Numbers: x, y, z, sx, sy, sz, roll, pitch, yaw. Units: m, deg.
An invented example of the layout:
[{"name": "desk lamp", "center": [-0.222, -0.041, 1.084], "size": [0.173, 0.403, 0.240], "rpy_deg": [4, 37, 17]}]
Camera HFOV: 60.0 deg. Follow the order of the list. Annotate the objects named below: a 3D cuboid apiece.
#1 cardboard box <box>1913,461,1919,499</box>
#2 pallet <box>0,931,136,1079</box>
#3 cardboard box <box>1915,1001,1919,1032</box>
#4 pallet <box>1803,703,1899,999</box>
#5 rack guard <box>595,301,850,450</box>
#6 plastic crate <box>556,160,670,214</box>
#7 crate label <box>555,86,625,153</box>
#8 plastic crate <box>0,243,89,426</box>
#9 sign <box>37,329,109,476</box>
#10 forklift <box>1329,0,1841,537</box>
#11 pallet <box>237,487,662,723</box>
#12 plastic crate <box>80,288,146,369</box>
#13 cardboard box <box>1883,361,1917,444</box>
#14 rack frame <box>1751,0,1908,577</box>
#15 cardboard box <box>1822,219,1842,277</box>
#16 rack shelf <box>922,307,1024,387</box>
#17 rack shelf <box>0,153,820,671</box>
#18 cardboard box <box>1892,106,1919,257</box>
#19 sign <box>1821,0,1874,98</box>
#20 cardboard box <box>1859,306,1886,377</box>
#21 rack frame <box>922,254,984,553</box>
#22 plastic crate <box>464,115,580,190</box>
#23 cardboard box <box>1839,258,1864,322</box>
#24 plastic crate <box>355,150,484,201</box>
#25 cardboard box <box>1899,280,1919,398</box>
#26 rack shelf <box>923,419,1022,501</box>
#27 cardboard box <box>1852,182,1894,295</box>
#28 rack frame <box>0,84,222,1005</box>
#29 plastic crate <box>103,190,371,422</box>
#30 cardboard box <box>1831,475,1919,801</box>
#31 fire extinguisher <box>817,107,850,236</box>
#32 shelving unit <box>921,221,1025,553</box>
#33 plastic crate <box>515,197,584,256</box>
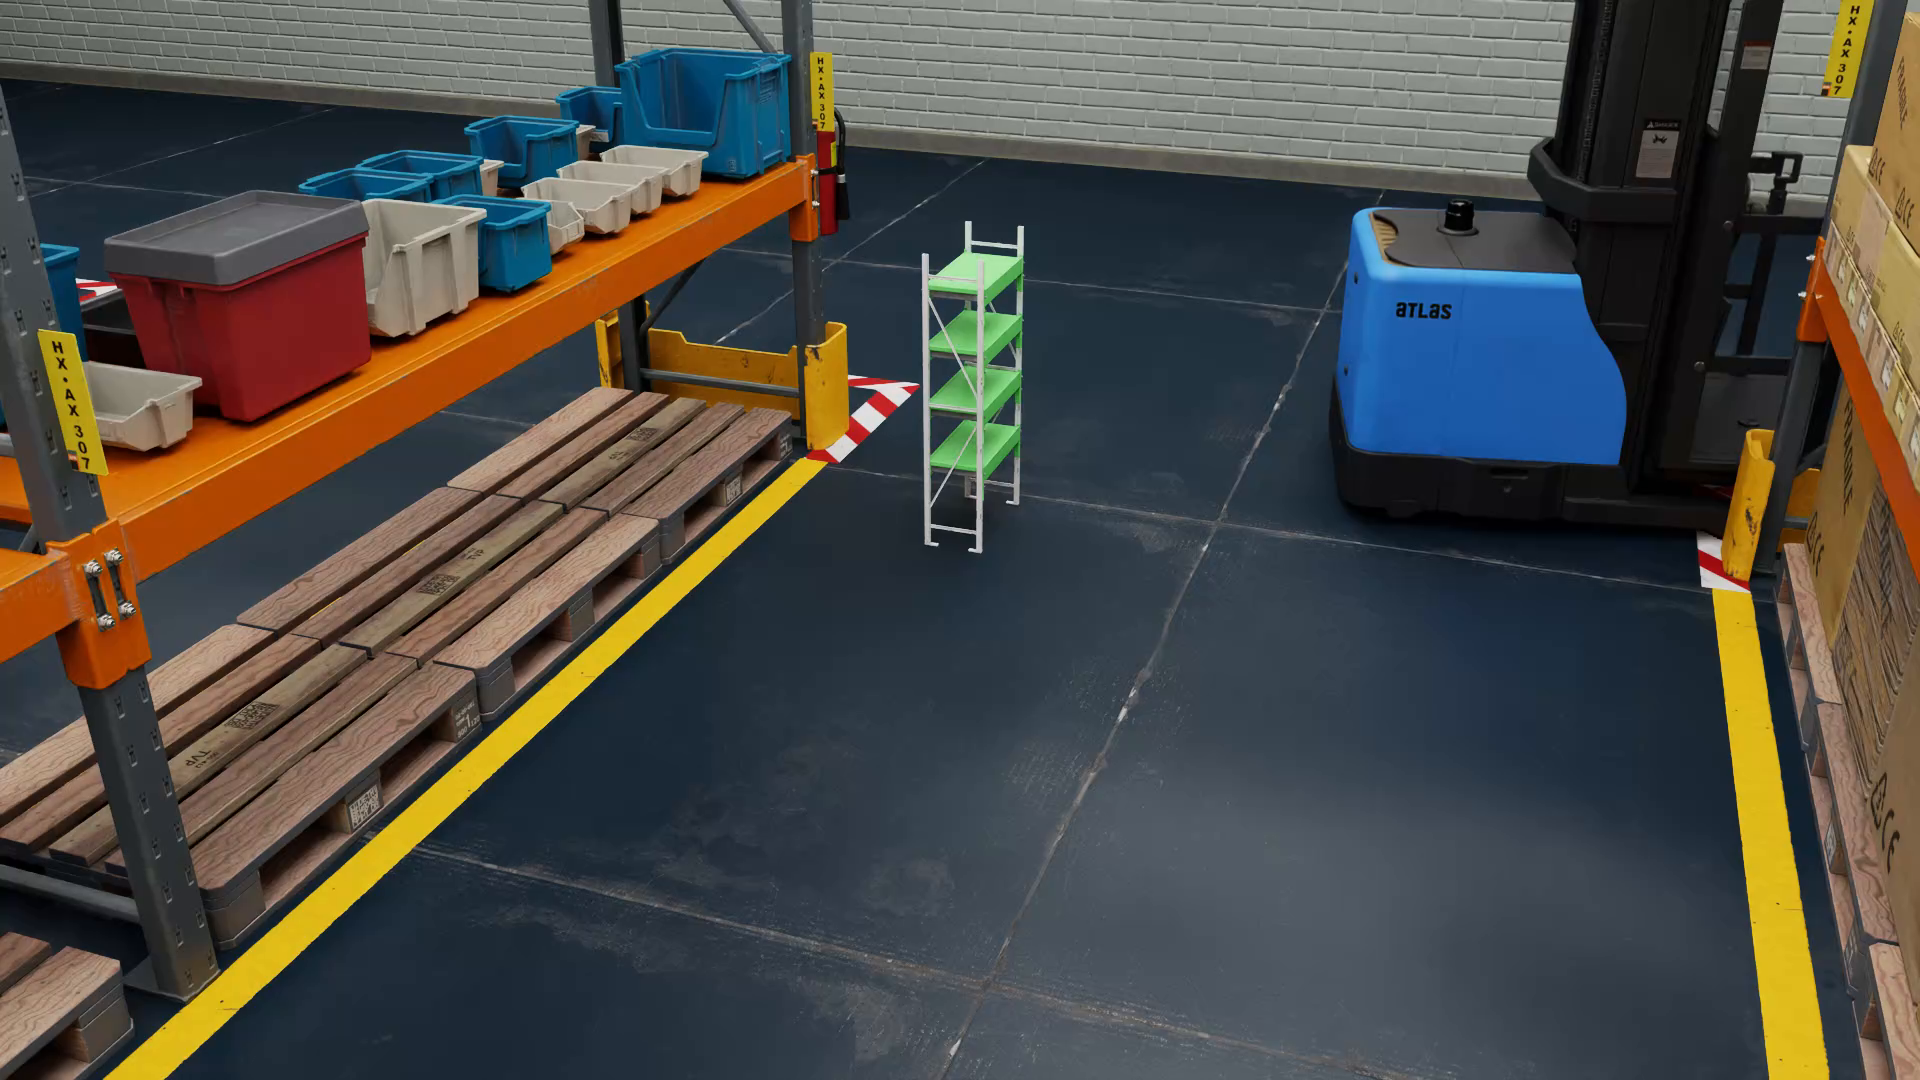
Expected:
[{"name": "cardboard box", "center": [2.453, -0.121, 3.846], "size": [0.380, 0.149, 0.250], "rpy_deg": [8, 27, 17]}, {"name": "pallet", "center": [-2.734, 1.315, 3.792], "size": [1.003, 0.211, 1.213], "rpy_deg": [9, 27, 17]}, {"name": "cardboard box", "center": [2.528, 0.975, 3.251], "size": [0.875, 0.875, 0.875], "rpy_deg": [9, 27, 17]}, {"name": "pallet", "center": [2.964, 0.918, 4.612], "size": [1.003, 0.211, 1.213], "rpy_deg": [9, 27, 17]}, {"name": "rack guard", "center": [-1.111, -0.782, 7.791], "size": [1.175, 0.500, 0.348], "rpy_deg": [9, 27, 17]}, {"name": "plastic crate", "center": [-1.317, -1.325, 6.278], "size": [0.396, 0.136, 0.243], "rpy_deg": [9, 27, 17]}, {"name": "crate label", "center": [-1.499, -1.793, 7.134], "size": [0.416, 0.233, 0.303], "rpy_deg": [9, 27, 17]}, {"name": "plastic crate", "center": [-2.604, -0.512, 4.316], "size": [0.392, 0.384, 0.575], "rpy_deg": [9, 27, 17]}, {"name": "sign", "center": [-1.920, -0.295, 3.600], "size": [0.100, 0.325, 0.005], "rpy_deg": [9, 27, 17]}, {"name": "forklift", "center": [3.153, -1.530, 6.546], "size": [3.031, 2.935, 1.130], "rpy_deg": [4, 26, 7]}, {"name": "pallet", "center": [-1.825, 0.193, 6.109], "size": [1.003, 0.211, 1.213], "rpy_deg": [9, 27, 17]}, {"name": "plastic crate", "center": [-2.319, -0.653, 4.904], "size": [0.437, 0.125, 0.590], "rpy_deg": [9, 27, 17]}, {"name": "cardboard box", "center": [2.624, -0.333, 4.285], "size": [0.380, 0.149, 0.250], "rpy_deg": [8, 27, 16]}, {"name": "rack frame", "center": [3.564, -1.177, 5.738], "size": [1.000, 3.000, 0.127], "rpy_deg": [9, 27, 17]}, {"name": "cardboard box", "center": [3.135, -0.966, 5.591], "size": [0.380, 0.149, 0.250], "rpy_deg": [9, 27, 18]}, {"name": "rack shelf", "center": [0.055, -0.767, 6.552], "size": [0.258, 0.148, 0.480], "rpy_deg": [9, 27, 17]}, {"name": "rack shelf", "center": [-1.772, -0.749, 5.681], "size": [1.077, 0.370, 4.000], "rpy_deg": [9, 27, 17]}, {"name": "cardboard box", "center": [2.816, -1.003, 4.350], "size": [0.500, 0.500, 0.500], "rpy_deg": [8, 27, 16]}, {"name": "sign", "center": [3.043, -1.685, 5.704], "size": [0.100, 0.325, 0.005], "rpy_deg": [9, 27, 17]}, {"name": "cardboard box", "center": [2.794, -0.543, 4.718], "size": [0.380, 0.149, 0.250], "rpy_deg": [8, 27, 16]}, {"name": "rack frame", "center": [-0.026, -0.508, 6.422], "size": [0.240, 1.200, 0.015], "rpy_deg": [9, 27, 17]}, {"name": "plastic crate", "center": [-1.718, -1.522, 6.575], "size": [0.416, 0.233, 0.300], "rpy_deg": [9, 27, 17]}, {"name": "cardboard box", "center": [2.966, -0.755, 5.155], "size": [0.380, 0.149, 0.250], "rpy_deg": [8, 27, 16]}, {"name": "plastic crate", "center": [-1.938, -1.252, 6.017], "size": [0.416, 0.233, 0.300], "rpy_deg": [9, 27, 17]}, {"name": "cardboard box", "center": [2.644, -0.449, 4.067], "size": [0.500, 0.250, 0.500], "rpy_deg": [8, 27, 16]}, {"name": "rack shelf", "center": [0.055, -0.335, 6.761], "size": [0.258, 0.148, 0.480], "rpy_deg": [9, 27, 17]}, {"name": "cardboard box", "center": [2.983, -0.870, 4.936], "size": [0.500, 0.250, 0.500], "rpy_deg": [8, 27, 17]}, {"name": "rack frame", "center": [-2.438, -0.251, 3.827], "size": [1.000, 3.000, 0.127], "rpy_deg": [9, 27, 17]}, {"name": "plastic crate", "center": [-1.904, -0.638, 4.482], "size": [0.402, 0.464, 0.583], "rpy_deg": [9, 27, 17]}, {"name": "cardboard box", "center": [3.124, 0.239, 4.770], "size": [0.875, 0.875, 0.875], "rpy_deg": [9, 27, 17]}, {"name": "fire extinguisher", "center": [-0.628, -1.688, 7.312], "size": [0.296, 0.674, 0.183], "rpy_deg": [9, 27, 17]}, {"name": "shelving unit", "center": [0.055, -0.608, 6.629], "size": [0.258, 1.200, 0.503], "rpy_deg": [9, 27, 17]}, {"name": "plastic crate", "center": [-1.468, -1.083, 5.778], "size": [0.298, 0.136, 0.250], "rpy_deg": [9, 27, 17]}]
